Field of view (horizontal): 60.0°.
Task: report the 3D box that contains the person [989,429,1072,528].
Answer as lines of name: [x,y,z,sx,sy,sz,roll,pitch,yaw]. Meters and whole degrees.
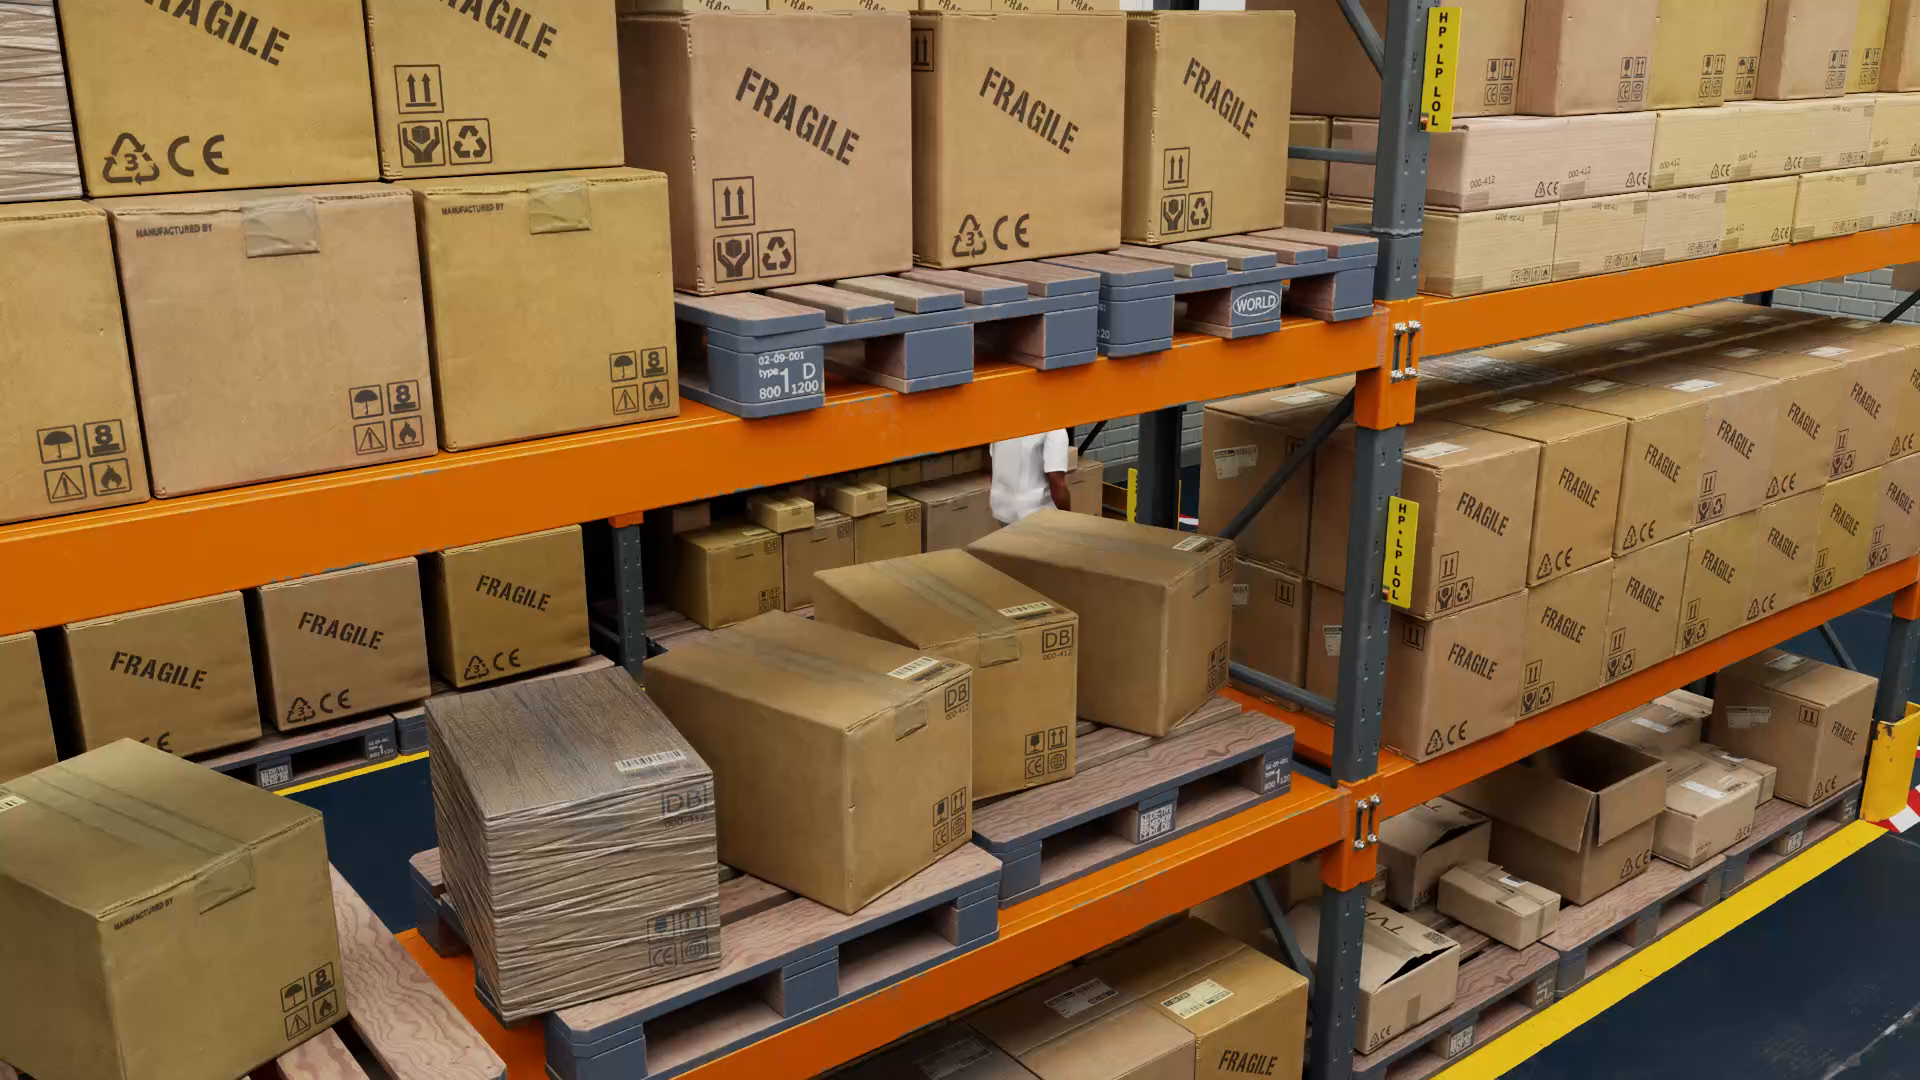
person: [0.421,-0.161,9.528,0.456,1.761,0.627,-14,22,-37]
